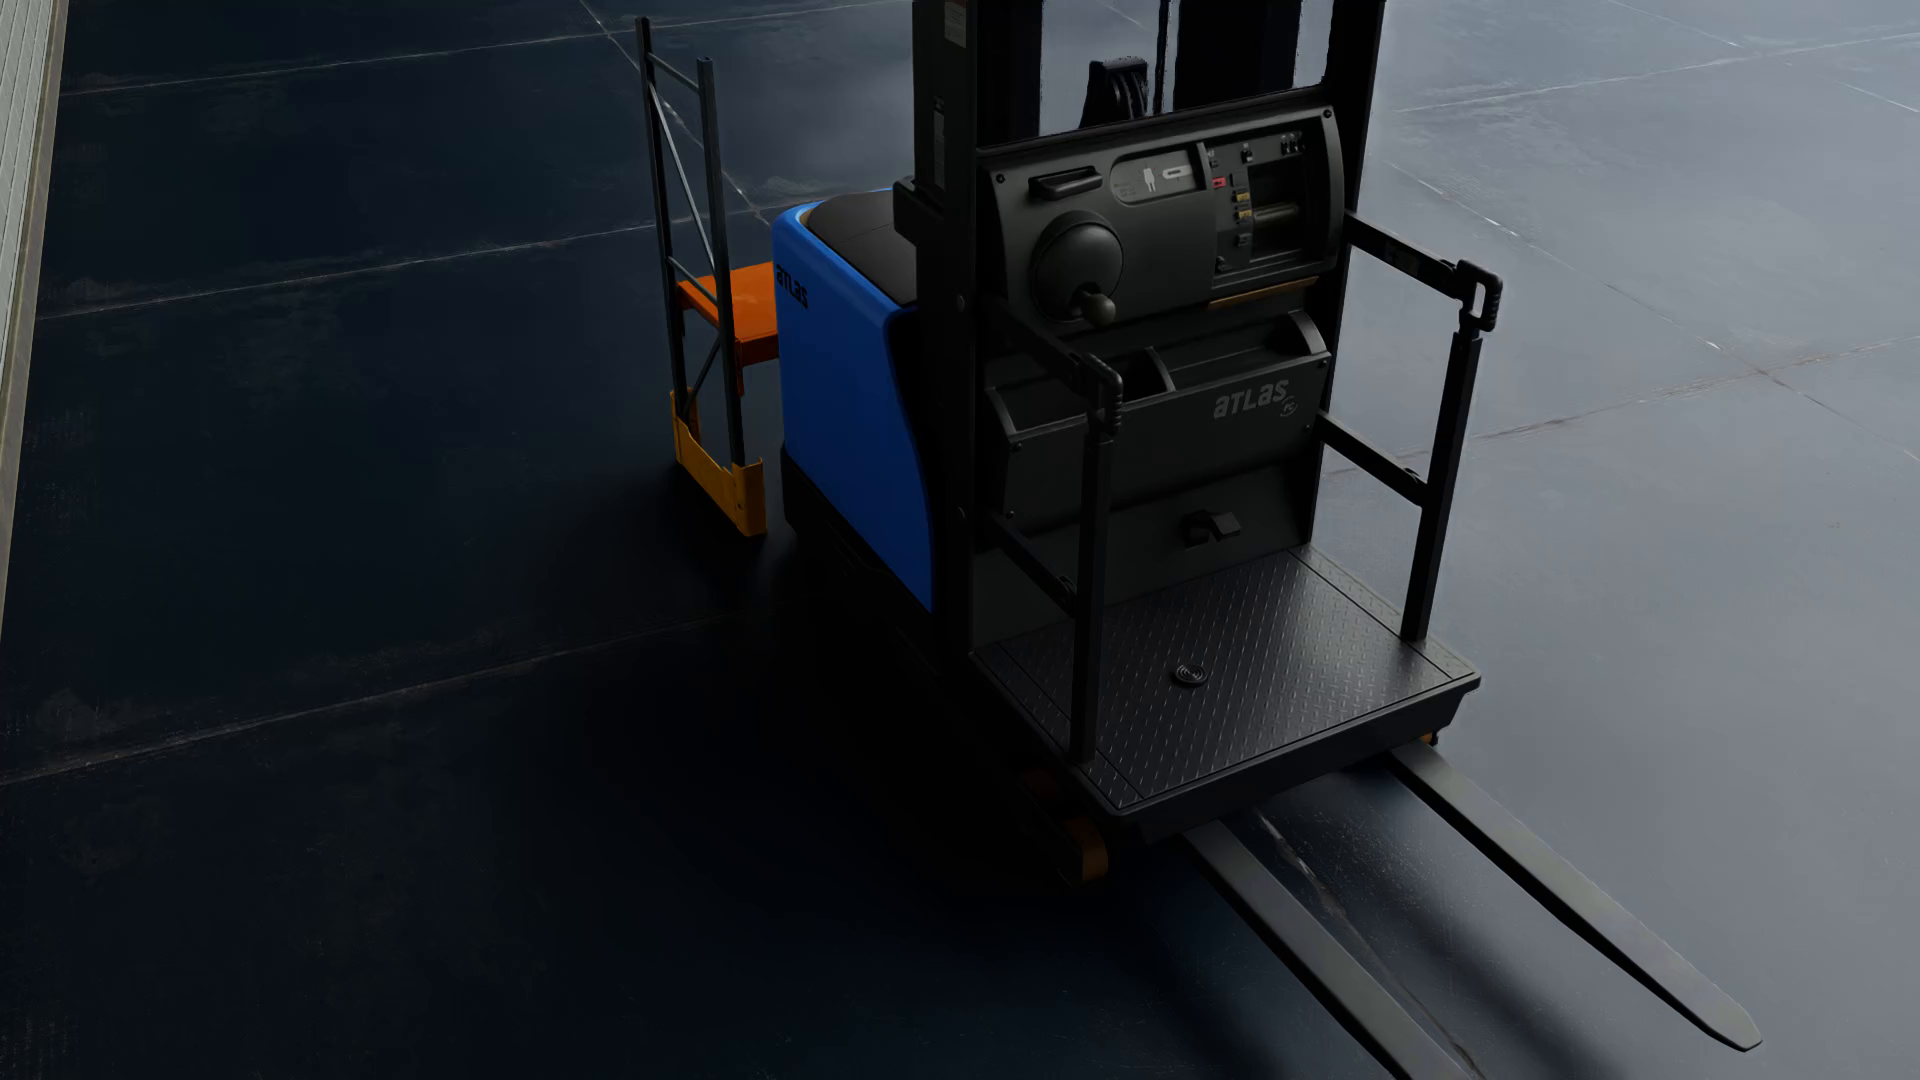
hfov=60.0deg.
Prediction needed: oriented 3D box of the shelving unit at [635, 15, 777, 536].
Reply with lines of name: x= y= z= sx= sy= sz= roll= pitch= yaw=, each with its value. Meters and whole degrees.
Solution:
shelving unit: x=-0.362 y=-0.924 z=5.296 sx=1.083 sy=1.500 sz=0.587 roll=-18 pitch=37 yaw=-25

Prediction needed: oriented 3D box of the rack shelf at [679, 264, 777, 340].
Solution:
rack shelf: x=-0.370 y=-0.827 z=5.353 sx=0.952 sy=0.026 sz=0.459 roll=-18 pitch=37 yaw=-25

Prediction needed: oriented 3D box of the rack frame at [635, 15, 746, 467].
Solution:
rack frame: x=-0.808 y=-0.781 z=5.075 sx=0.032 sy=1.500 sz=0.500 roll=-18 pitch=37 yaw=-25

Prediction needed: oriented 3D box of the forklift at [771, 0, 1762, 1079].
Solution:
forklift: x=15.863 y=-1.566 z=4.969 sx=29.544 sy=2.935 sz=14.703 roll=-16 pitch=36 yaw=-23

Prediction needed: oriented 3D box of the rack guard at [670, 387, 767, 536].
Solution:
rack guard: x=-0.791 y=-0.263 z=5.424 sx=0.087 sy=0.250 sz=0.587 roll=-18 pitch=37 yaw=-25
